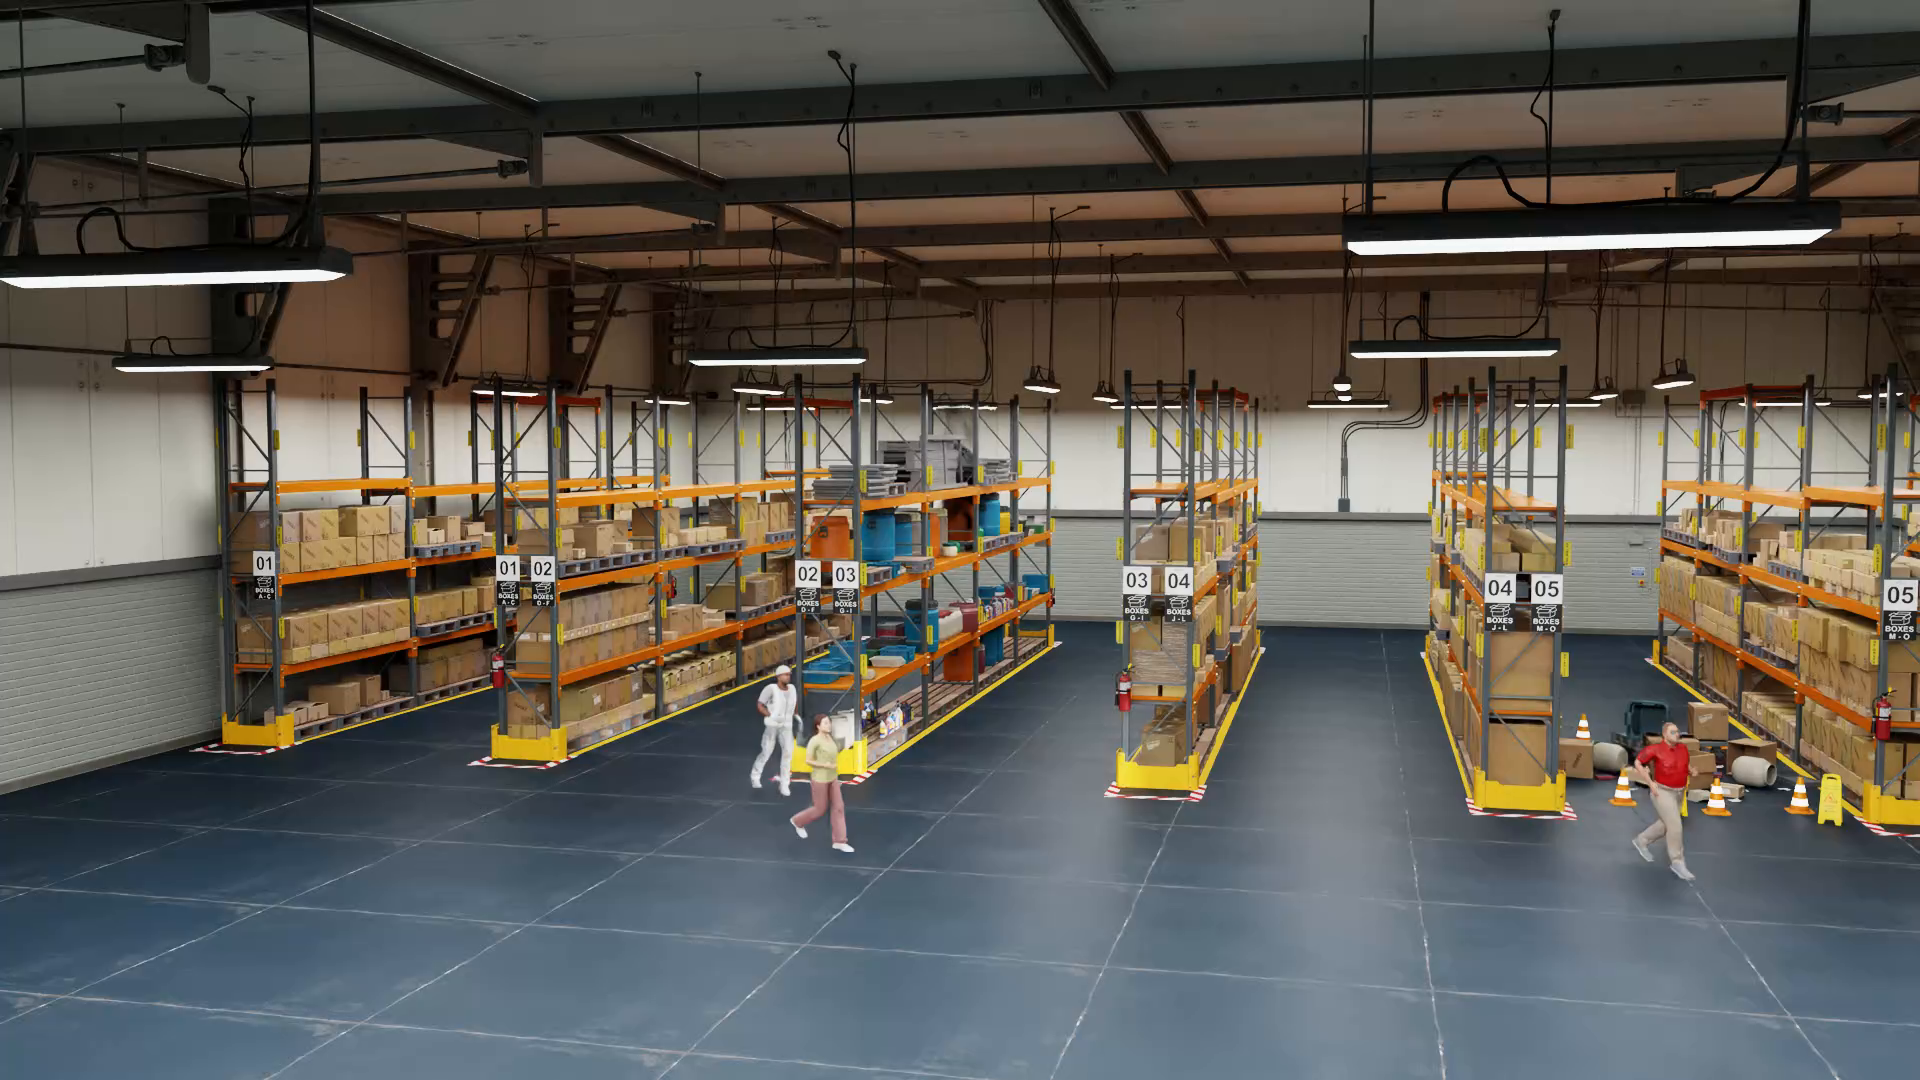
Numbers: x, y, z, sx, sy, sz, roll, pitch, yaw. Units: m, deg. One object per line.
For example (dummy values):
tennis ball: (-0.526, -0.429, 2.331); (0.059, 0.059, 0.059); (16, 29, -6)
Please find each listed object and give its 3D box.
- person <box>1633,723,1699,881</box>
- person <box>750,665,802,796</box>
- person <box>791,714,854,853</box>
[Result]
person: (8.216, 2.984, 19.311); (0.642, 1.759, 0.914); (-2, 4, -27)
person: (-2.531, 2.676, 23.664); (0.748, 1.783, 0.858); (-2, 4, -34)
person: (-1.676, 2.943, 20.300); (0.935, 1.663, 0.578); (2, 4, 34)
